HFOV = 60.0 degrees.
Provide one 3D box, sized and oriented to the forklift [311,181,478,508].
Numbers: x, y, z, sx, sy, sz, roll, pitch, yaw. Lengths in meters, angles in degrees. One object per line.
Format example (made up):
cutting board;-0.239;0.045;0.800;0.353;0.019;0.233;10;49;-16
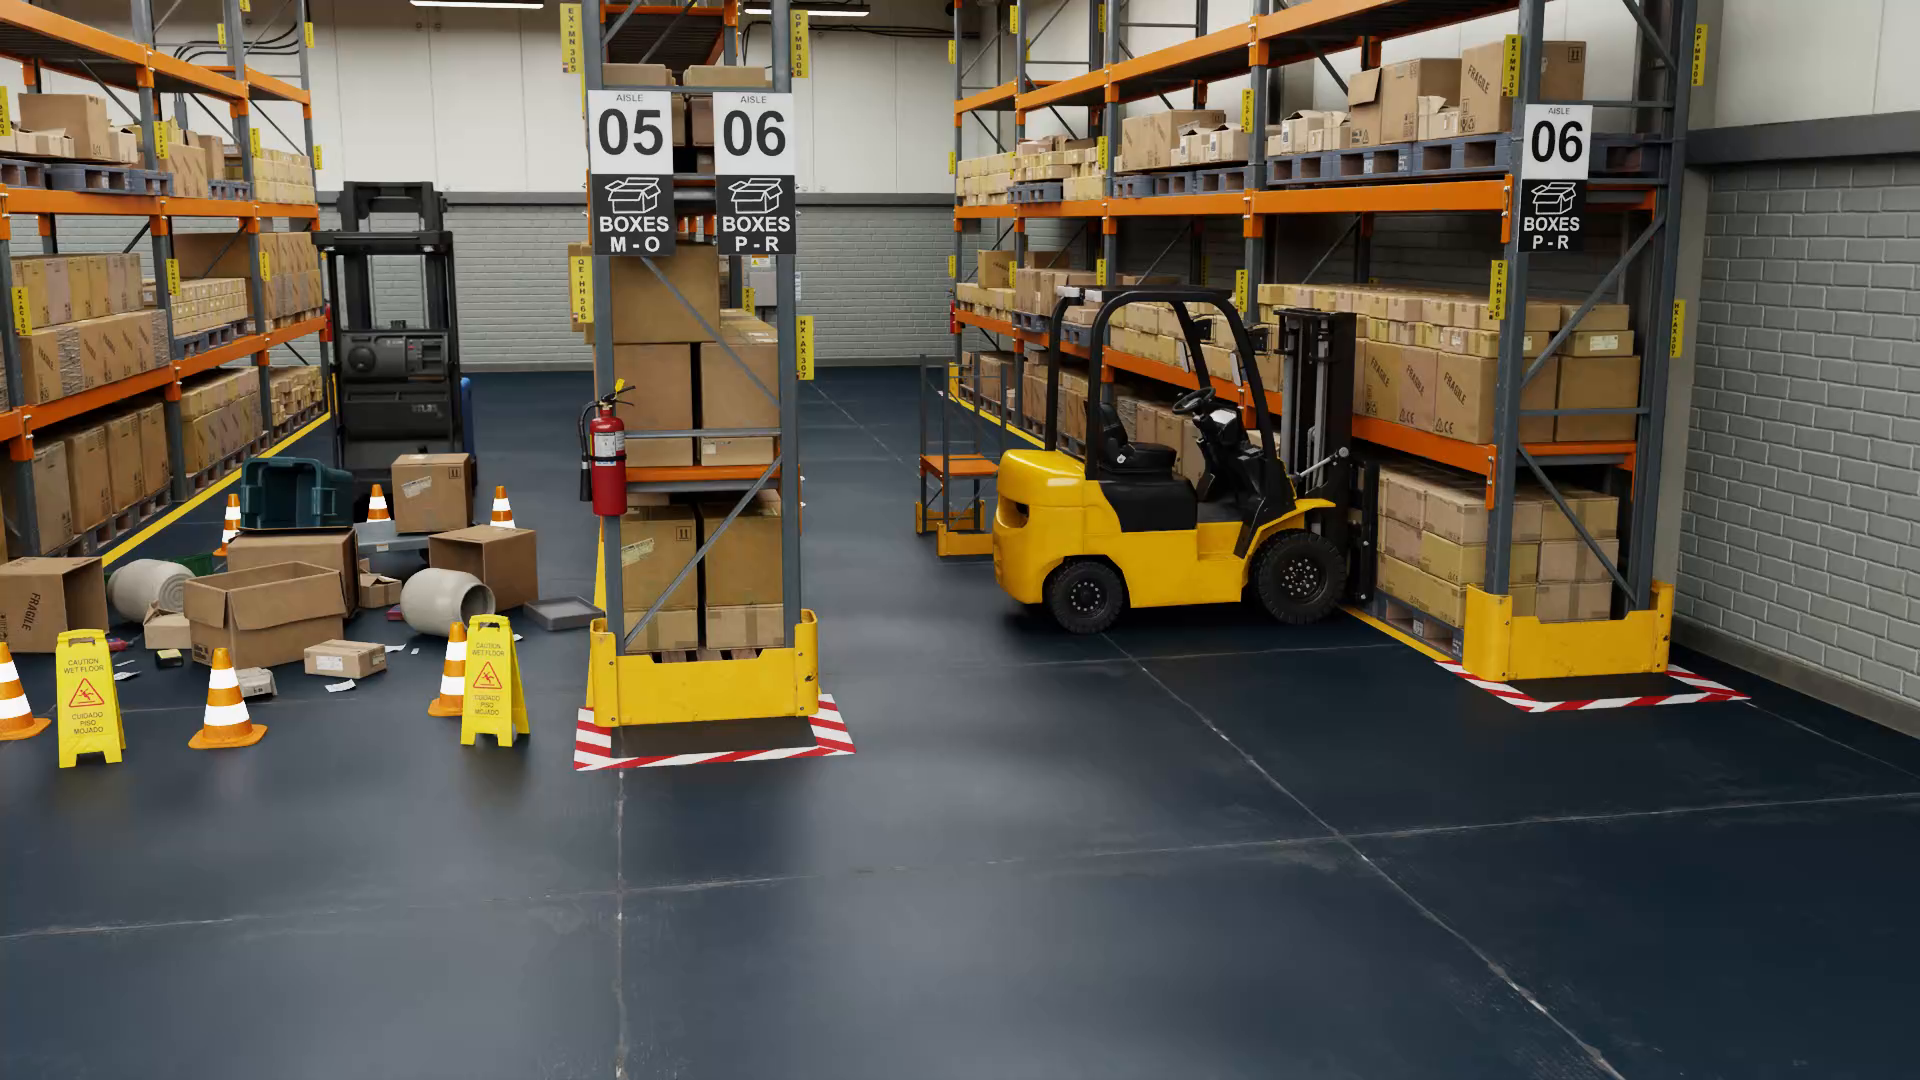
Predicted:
forklift;-5.069;-1.711;14.847;1.130;2.935;3.031;-2;11;-10

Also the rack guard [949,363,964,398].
rack guard;0.436;-2.416;25.051;1.175;0.500;0.348;-2;11;-11

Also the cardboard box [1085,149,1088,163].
cardboard box;1.563;-4.132;17.898;0.380;0.149;0.250;-2;11;-12

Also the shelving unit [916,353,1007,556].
shelving unit;0.015;-0.723;13.483;0.587;1.500;1.083;-2;11;-11

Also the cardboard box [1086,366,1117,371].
cardboard box;1.741;-2.025;20.143;0.380;0.149;0.250;-3;11;-14

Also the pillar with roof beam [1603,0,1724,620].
pillar with roof beam;0.059;-3.674;8.932;9.100;9.000;0.400;-2;11;-11

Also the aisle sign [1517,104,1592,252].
aisle sign;3.257;-1.977;9.110;0.394;0.787;0.004;-2;11;-11

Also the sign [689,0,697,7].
sign;-3.139;-6.209;19.543;0.100;0.325;0.005;-2;11;-11

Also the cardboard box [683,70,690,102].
cardboard box;-1.269;-2.402;8.810;0.380;0.149;0.250;-2;11;-11

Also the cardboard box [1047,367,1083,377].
cardboard box;1.265;-2.001;20.014;0.380;0.149;0.250;-2;11;-12

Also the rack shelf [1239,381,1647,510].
rack shelf;3.144;-0.736;11.467;1.077;0.370;4.000;-2;11;-11

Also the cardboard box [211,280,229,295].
cardboard box;-8.083;-2.708;17.859;0.380;0.149;0.250;-2;11;-11

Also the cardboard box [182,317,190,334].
cardboard box;-7.721;-2.081;16.158;0.380;0.149;0.250;-2;11;-8

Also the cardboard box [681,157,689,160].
cardboard box;-1.465;-2.471;10.239;0.500;0.250;0.500;-2;11;-10

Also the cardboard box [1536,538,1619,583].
cardboard box;3.645;0.082;10.136;0.500;0.250;0.500;-2;11;-10

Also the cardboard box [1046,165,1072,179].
cardboard box;1.191;-4.179;18.890;0.380;0.149;0.250;-2;11;-10

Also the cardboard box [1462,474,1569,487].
cardboard box;3.524;-0.256;10.577;0.500;0.250;0.500;-2;11;-11

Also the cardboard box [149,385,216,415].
cardboard box;-7.723;-1.385;16.510;0.500;0.250;0.500;-2;11;-12

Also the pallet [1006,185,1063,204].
pallet;1.257;-4.183;20.131;1.213;0.211;1.003;-2;11;-11

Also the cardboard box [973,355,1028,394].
cardboard box;0.575;-2.362;23.646;0.700;0.500;0.500;-2;11;-9

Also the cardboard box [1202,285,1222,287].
cardboard box;2.399;-2.462;16.606;0.380;0.149;0.250;-2;11;-10

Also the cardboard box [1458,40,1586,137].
cardboard box;3.208;-2.573;9.514;0.500;0.500;0.500;-2;11;-9

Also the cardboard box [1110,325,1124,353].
cardboard box;1.823;-2.026;16.721;0.500;0.250;0.500;-2;11;-11

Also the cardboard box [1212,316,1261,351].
cardboard box;2.408;-1.709;13.718;0.500;0.250;0.500;-2;11;-12

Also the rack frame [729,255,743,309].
rack frame;-2.113;-1.275;12.375;1.000;3.000;0.127;-2;11;-11

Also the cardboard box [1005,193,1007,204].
cardboard box;0.795;-4.374;21.305;0.380;0.149;0.250;-2;11;-11

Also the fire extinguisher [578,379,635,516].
fire extinguisher;-1.765;-0.466;8.329;0.296;0.674;0.183;-2;11;-11

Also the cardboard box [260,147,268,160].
cardboard box;-8.455;-4.592;19.775;0.380;0.149;0.250;-2;11;-13

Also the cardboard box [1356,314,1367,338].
cardboard box;2.840;-1.472;11.406;0.380;0.149;0.250;-2;11;-12

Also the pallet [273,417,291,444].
pallet;-8.671;-1.296;19.942;1.003;0.211;1.213;-2;11;-11

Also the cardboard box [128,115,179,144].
cardboard box;-7.636;-3.888;15.764;0.396;0.266;0.258;-2;11;-11

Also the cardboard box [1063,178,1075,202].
cardboard box;1.443;-3.859;18.329;0.500;0.250;0.500;-2;11;-11

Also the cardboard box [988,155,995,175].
cardboard box;0.667;-4.985;22.112;0.500;0.250;0.500;-2;11;-10

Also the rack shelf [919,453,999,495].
rack shelf;0.017;-0.544;13.508;0.538;0.185;1.000;-2;11;-11

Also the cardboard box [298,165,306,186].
cardboard box;-8.843;-4.754;21.694;0.500;0.250;0.500;-2;11;-13

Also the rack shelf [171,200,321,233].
rack shelf;-8.894;-4.031;20.754;1.077;0.370;4.000;-2;11;-11

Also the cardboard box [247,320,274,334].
cardboard box;-8.239;-2.485;19.399;0.380;0.149;0.250;-2;11;-9

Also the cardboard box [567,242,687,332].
cardboard box;-1.940;-1.497;9.801;0.700;0.500;0.500;-2;11;-12

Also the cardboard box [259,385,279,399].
cardboard box;-8.364;-1.766;19.860;0.380;0.149;0.250;-2;11;-8

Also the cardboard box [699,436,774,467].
cardboard box;-1.198;-0.488;8.911;0.380;0.149;0.250;-2;11;-11

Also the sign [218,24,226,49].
sign;-9.815;-6.703;22.136;0.100;0.325;0.005;-2;11;-11

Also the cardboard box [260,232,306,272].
cardboard box;-8.742;-3.701;21.383;0.500;0.500;0.500;-2;11;-8

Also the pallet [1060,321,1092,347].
pallet;1.776;-2.218;17.839;1.213;0.211;1.003;-2;11;-11

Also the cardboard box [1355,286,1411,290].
cardboard box;3.186;-1.827;12.477;0.380;0.149;0.250;-2;11;-12

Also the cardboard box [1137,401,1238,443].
cardboard box;2.219;-0.995;16.132;0.875;0.625;0.625;-2;11;-9

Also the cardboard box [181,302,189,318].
cardboard box;-7.734;-2.234;16.164;0.380;0.149;0.250;-2;11;-13

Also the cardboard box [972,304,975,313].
cardboard box;0.385;-3.323;23.806;0.380;0.149;0.250;-2;11;-9

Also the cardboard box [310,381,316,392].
cardboard box;-8.798;-2.048;22.140;0.380;0.149;0.250;-3;11;-13

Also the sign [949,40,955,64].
sign;-0.111;-7.083;24.131;0.100;0.325;0.005;-2;11;-11

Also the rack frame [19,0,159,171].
rack frame;-7.727;-4.758;14.625;1.000;3.000;0.127;-2;11;-11

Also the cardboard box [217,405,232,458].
cardboard box;-7.820;-1.114;17.088;0.500;0.500;0.500;-2;11;-12

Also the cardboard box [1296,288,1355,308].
cardboard box;2.673;-1.759;12.119;0.380;0.149;0.250;-2;11;-10

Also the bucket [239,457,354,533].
bucket;-4.661;-0.274;11.805;0.726;0.611;0.620;2;1;9

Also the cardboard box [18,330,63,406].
cardboard box;-6.788;-1.232;11.880;0.500;0.500;0.500;-2;11;-10

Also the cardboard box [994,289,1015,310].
cardboard box;0.748;-3.172;21.946;0.500;0.250;0.500;-2;11;-11
